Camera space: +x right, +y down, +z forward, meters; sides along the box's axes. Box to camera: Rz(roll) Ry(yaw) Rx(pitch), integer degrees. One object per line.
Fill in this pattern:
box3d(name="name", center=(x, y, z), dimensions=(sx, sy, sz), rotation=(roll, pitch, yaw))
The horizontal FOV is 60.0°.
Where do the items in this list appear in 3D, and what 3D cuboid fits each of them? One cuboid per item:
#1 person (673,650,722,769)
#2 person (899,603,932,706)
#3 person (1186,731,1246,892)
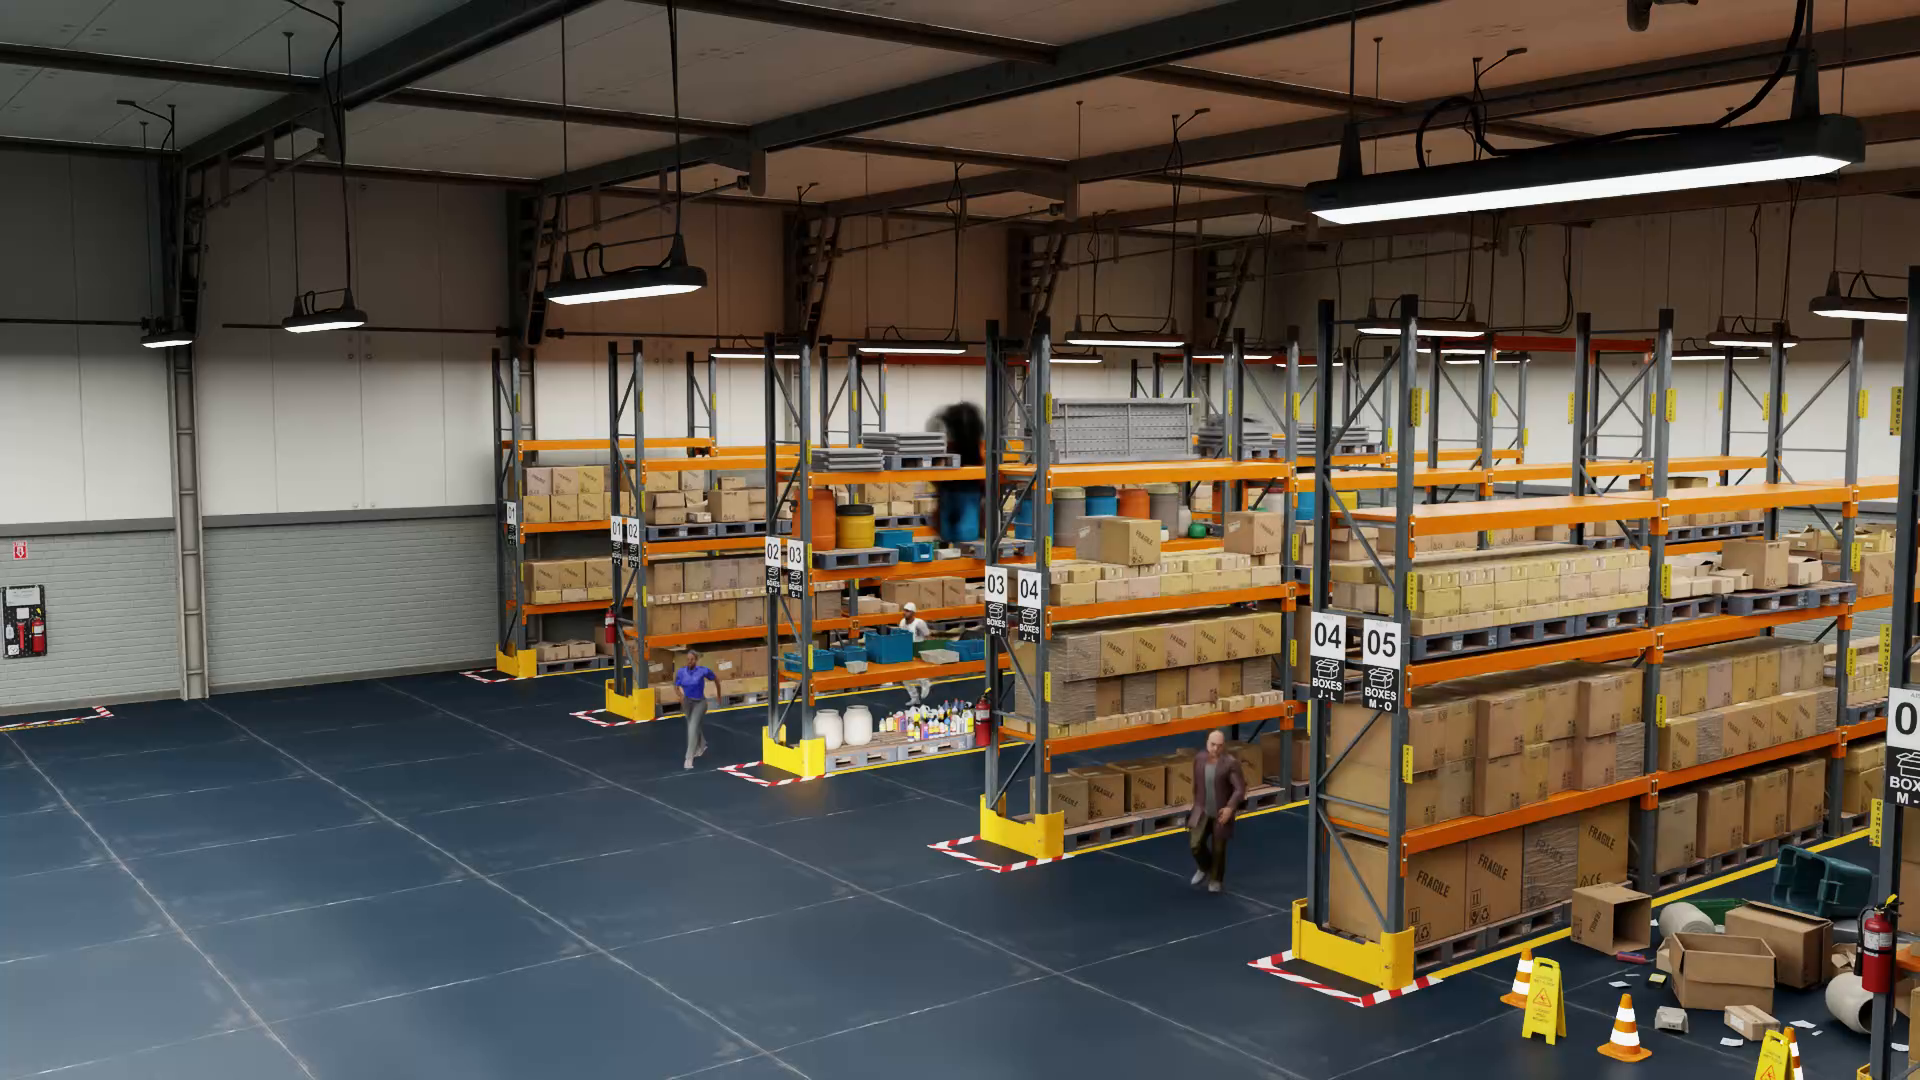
box3d(name="person", center=(-3.662, 2.334, 23.230), dimensions=(0.565, 1.665, 0.853), rotation=(2, 5, 18))
box3d(name="person", center=(-0.801, 1.892, 27.492), dimensions=(0.645, 1.724, 0.679), rotation=(-5, 7, -44))
box3d(name="person", center=(2.610, 2.795, 17.022), dimensions=(0.675, 1.724, 0.871), rotation=(2, 5, 23))
